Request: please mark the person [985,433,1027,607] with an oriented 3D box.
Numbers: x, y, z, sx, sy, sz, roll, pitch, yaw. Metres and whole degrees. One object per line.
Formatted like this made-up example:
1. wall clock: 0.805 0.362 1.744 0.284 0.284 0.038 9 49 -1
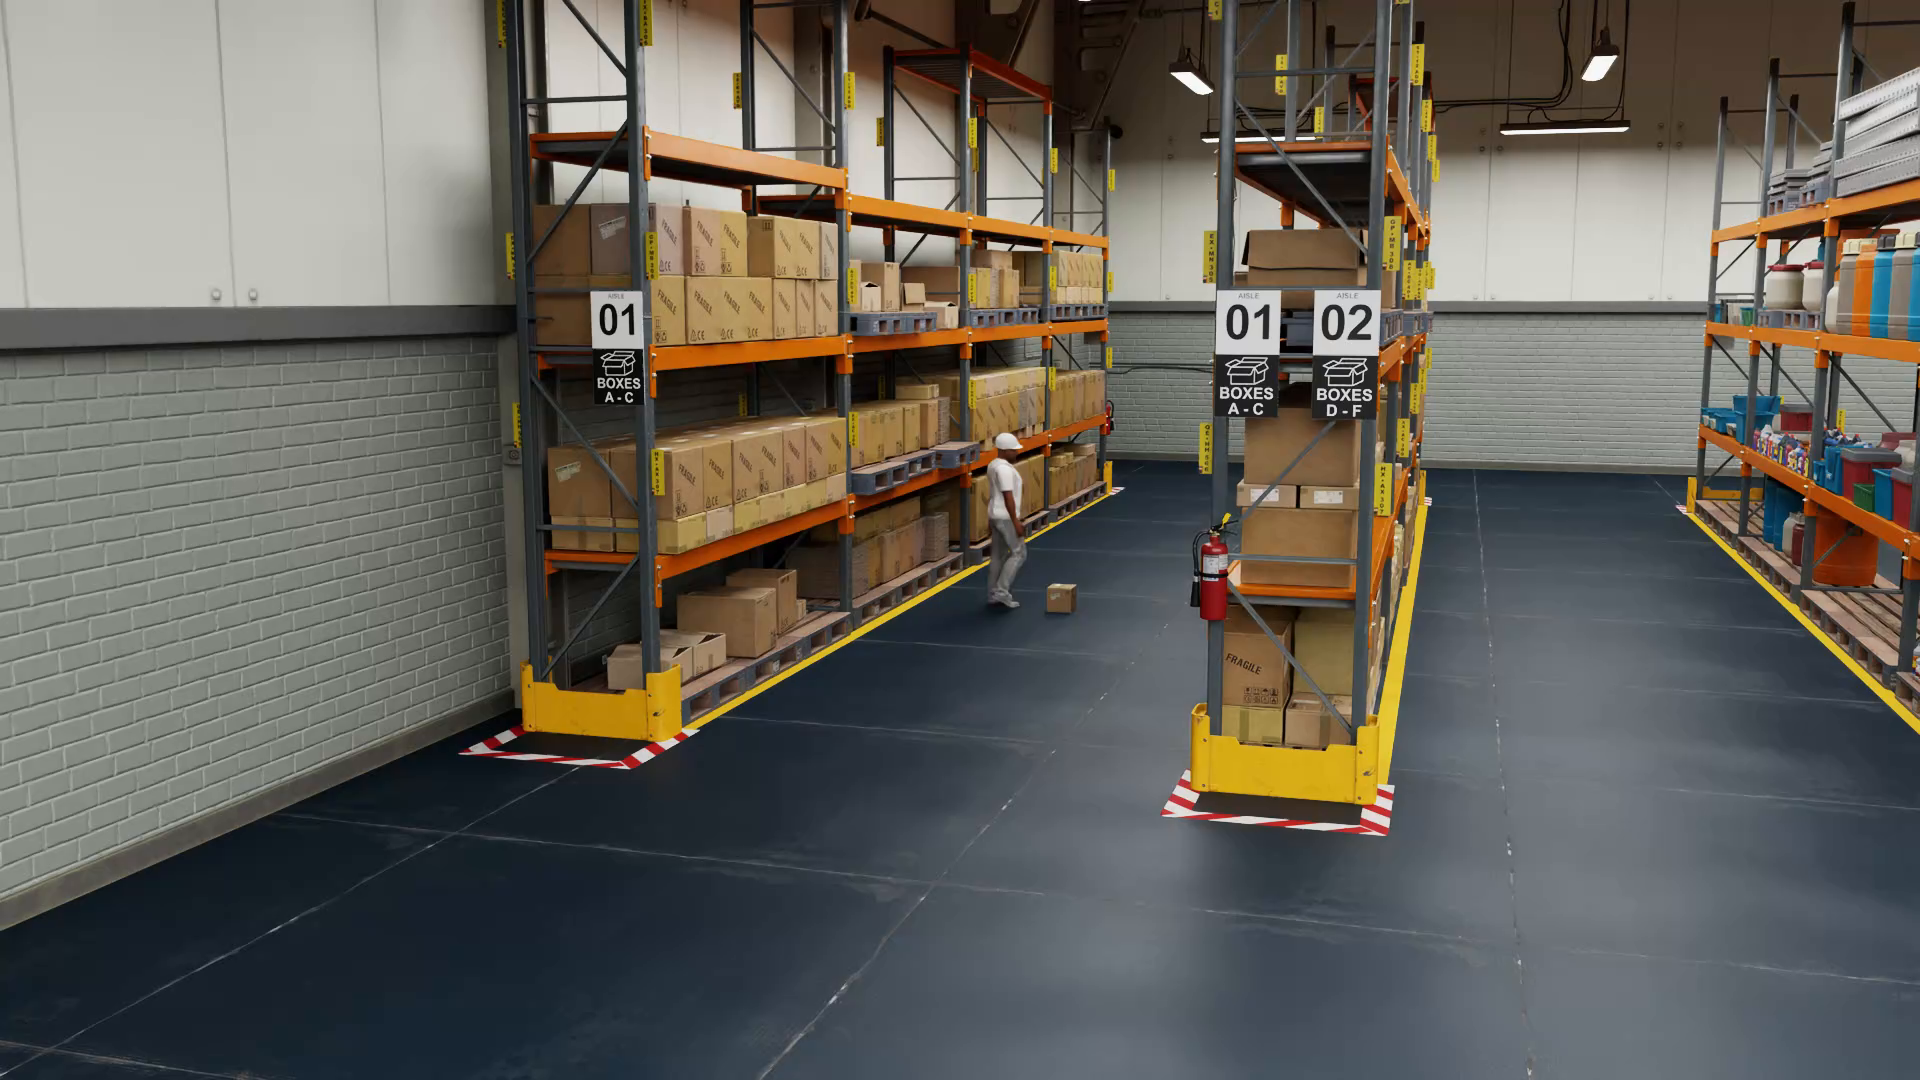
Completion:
1. person: 0.464 -0.207 16.943 0.371 1.767 0.606 -2 9 -14
